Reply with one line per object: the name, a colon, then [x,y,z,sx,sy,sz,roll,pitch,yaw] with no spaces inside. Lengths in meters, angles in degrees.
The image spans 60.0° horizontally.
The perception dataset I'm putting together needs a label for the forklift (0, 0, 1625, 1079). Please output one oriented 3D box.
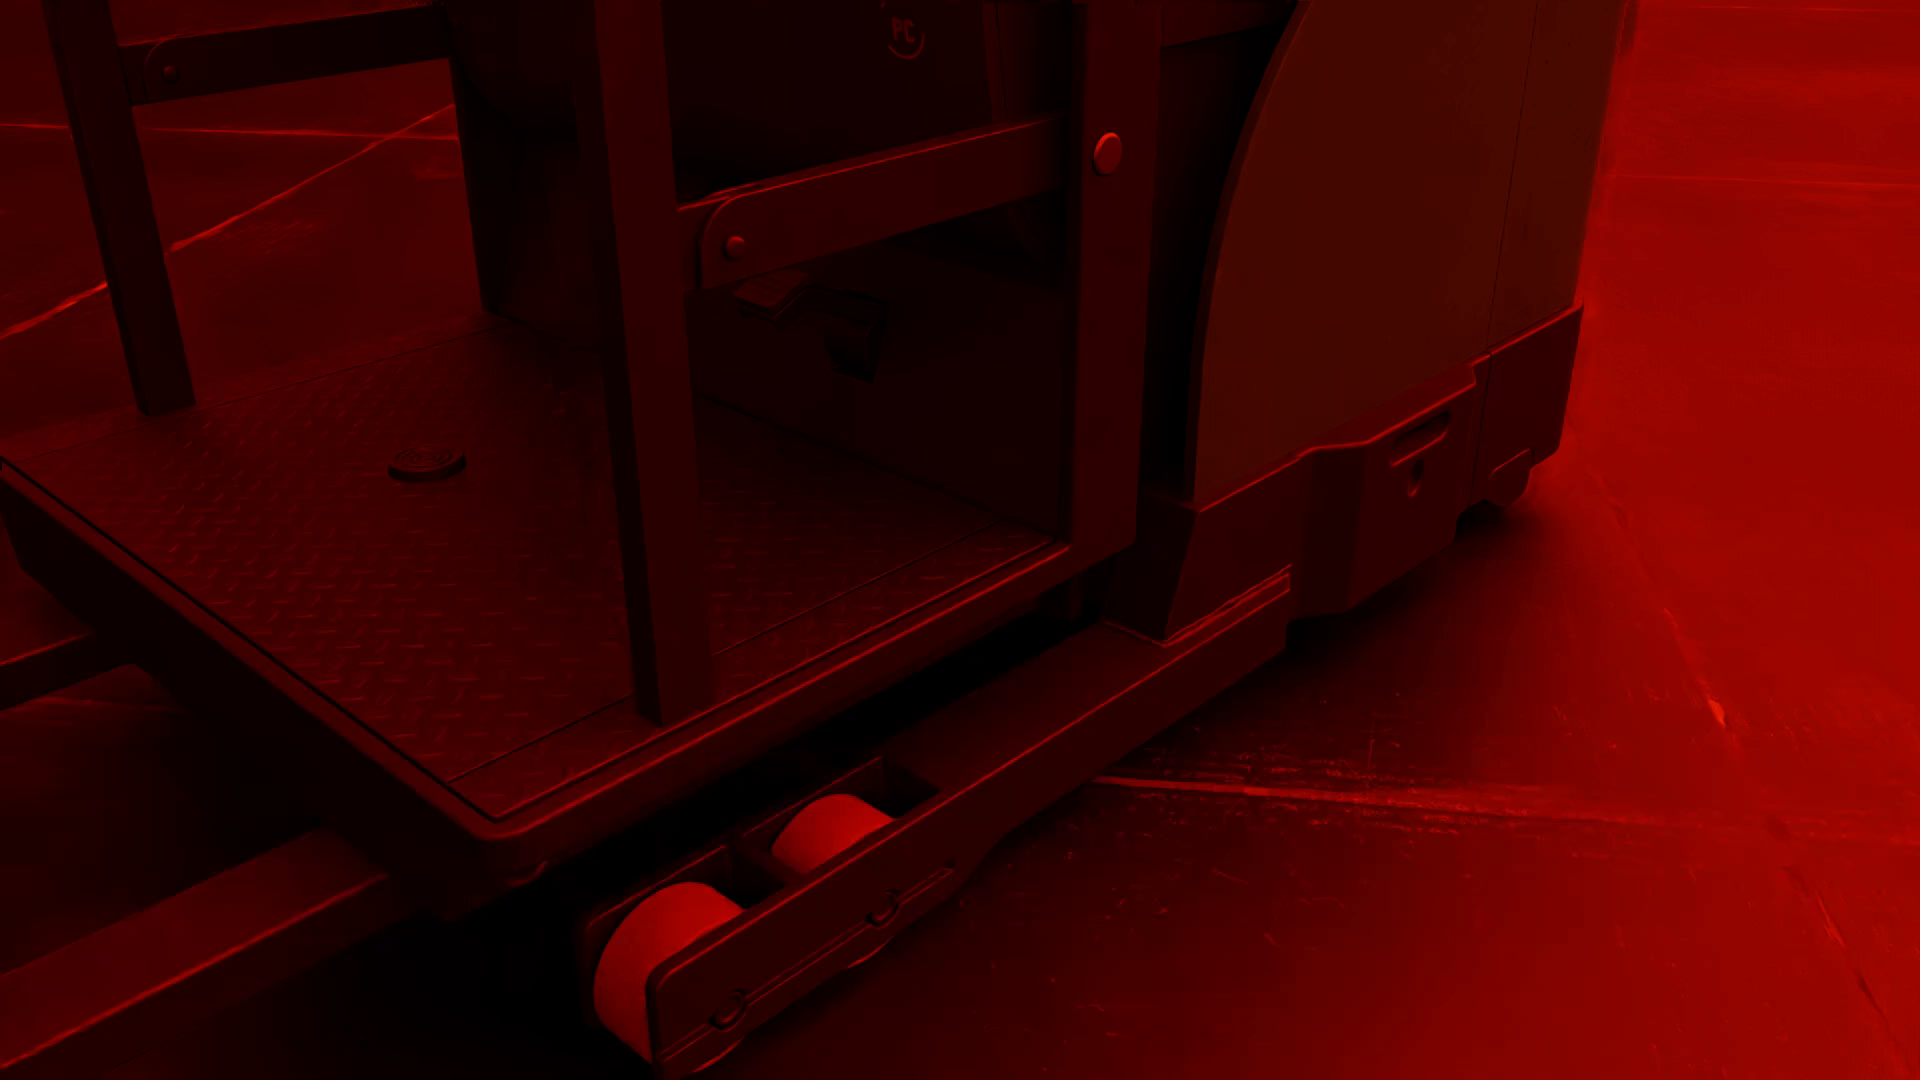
forklift: [-0.419,-1.084,1.389,1.130,2.935,3.031,23,34,38]
